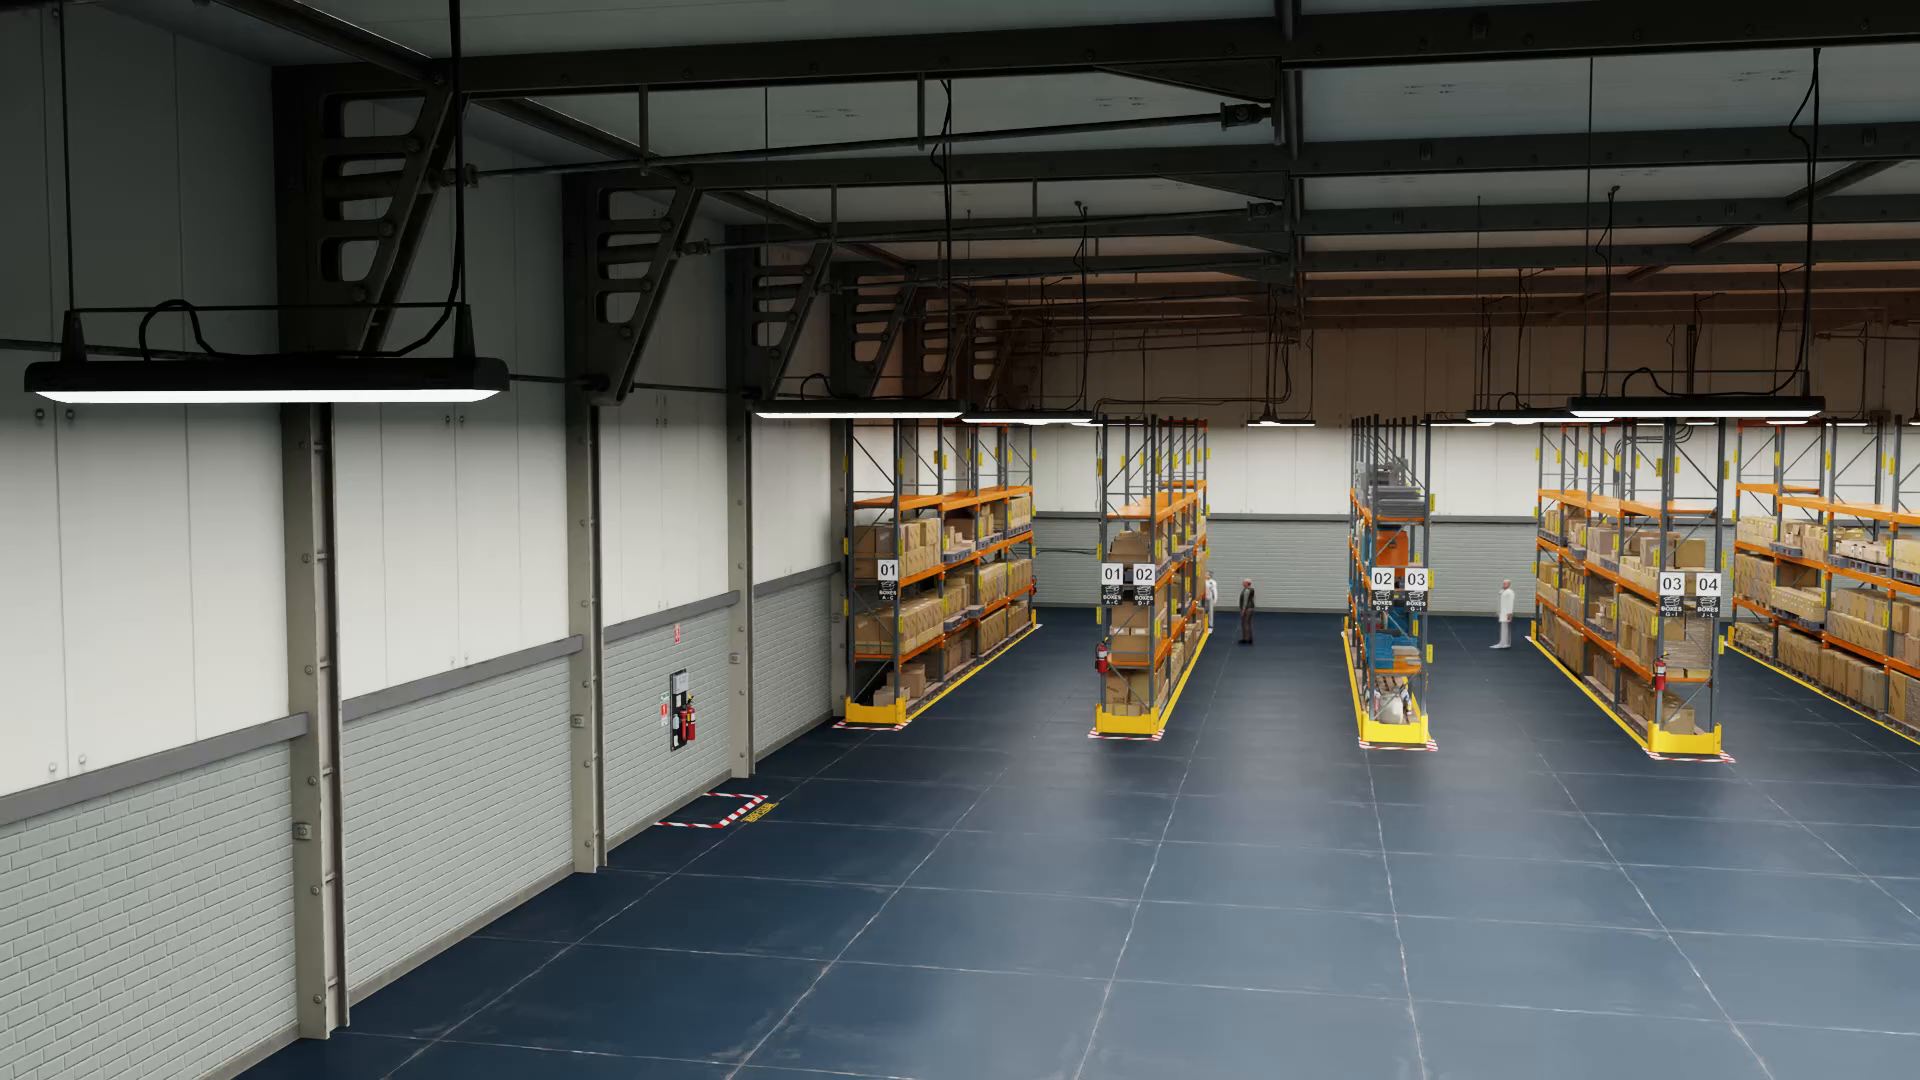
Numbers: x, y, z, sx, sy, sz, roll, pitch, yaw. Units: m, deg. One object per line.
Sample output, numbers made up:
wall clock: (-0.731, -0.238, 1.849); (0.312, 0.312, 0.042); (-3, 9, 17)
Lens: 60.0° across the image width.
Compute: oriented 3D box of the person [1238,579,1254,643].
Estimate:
person: (7.658, 1.895, 44.491); (0.381, 1.735, 0.603); (2, 4, 29)

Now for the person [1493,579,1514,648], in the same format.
person: (14.259, 1.935, 43.704); (0.475, 1.764, 0.613); (1, 4, 8)

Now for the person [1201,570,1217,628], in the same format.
person: (7.162, 1.692, 48.104); (0.540, 1.646, 0.897); (1, 4, 9)
